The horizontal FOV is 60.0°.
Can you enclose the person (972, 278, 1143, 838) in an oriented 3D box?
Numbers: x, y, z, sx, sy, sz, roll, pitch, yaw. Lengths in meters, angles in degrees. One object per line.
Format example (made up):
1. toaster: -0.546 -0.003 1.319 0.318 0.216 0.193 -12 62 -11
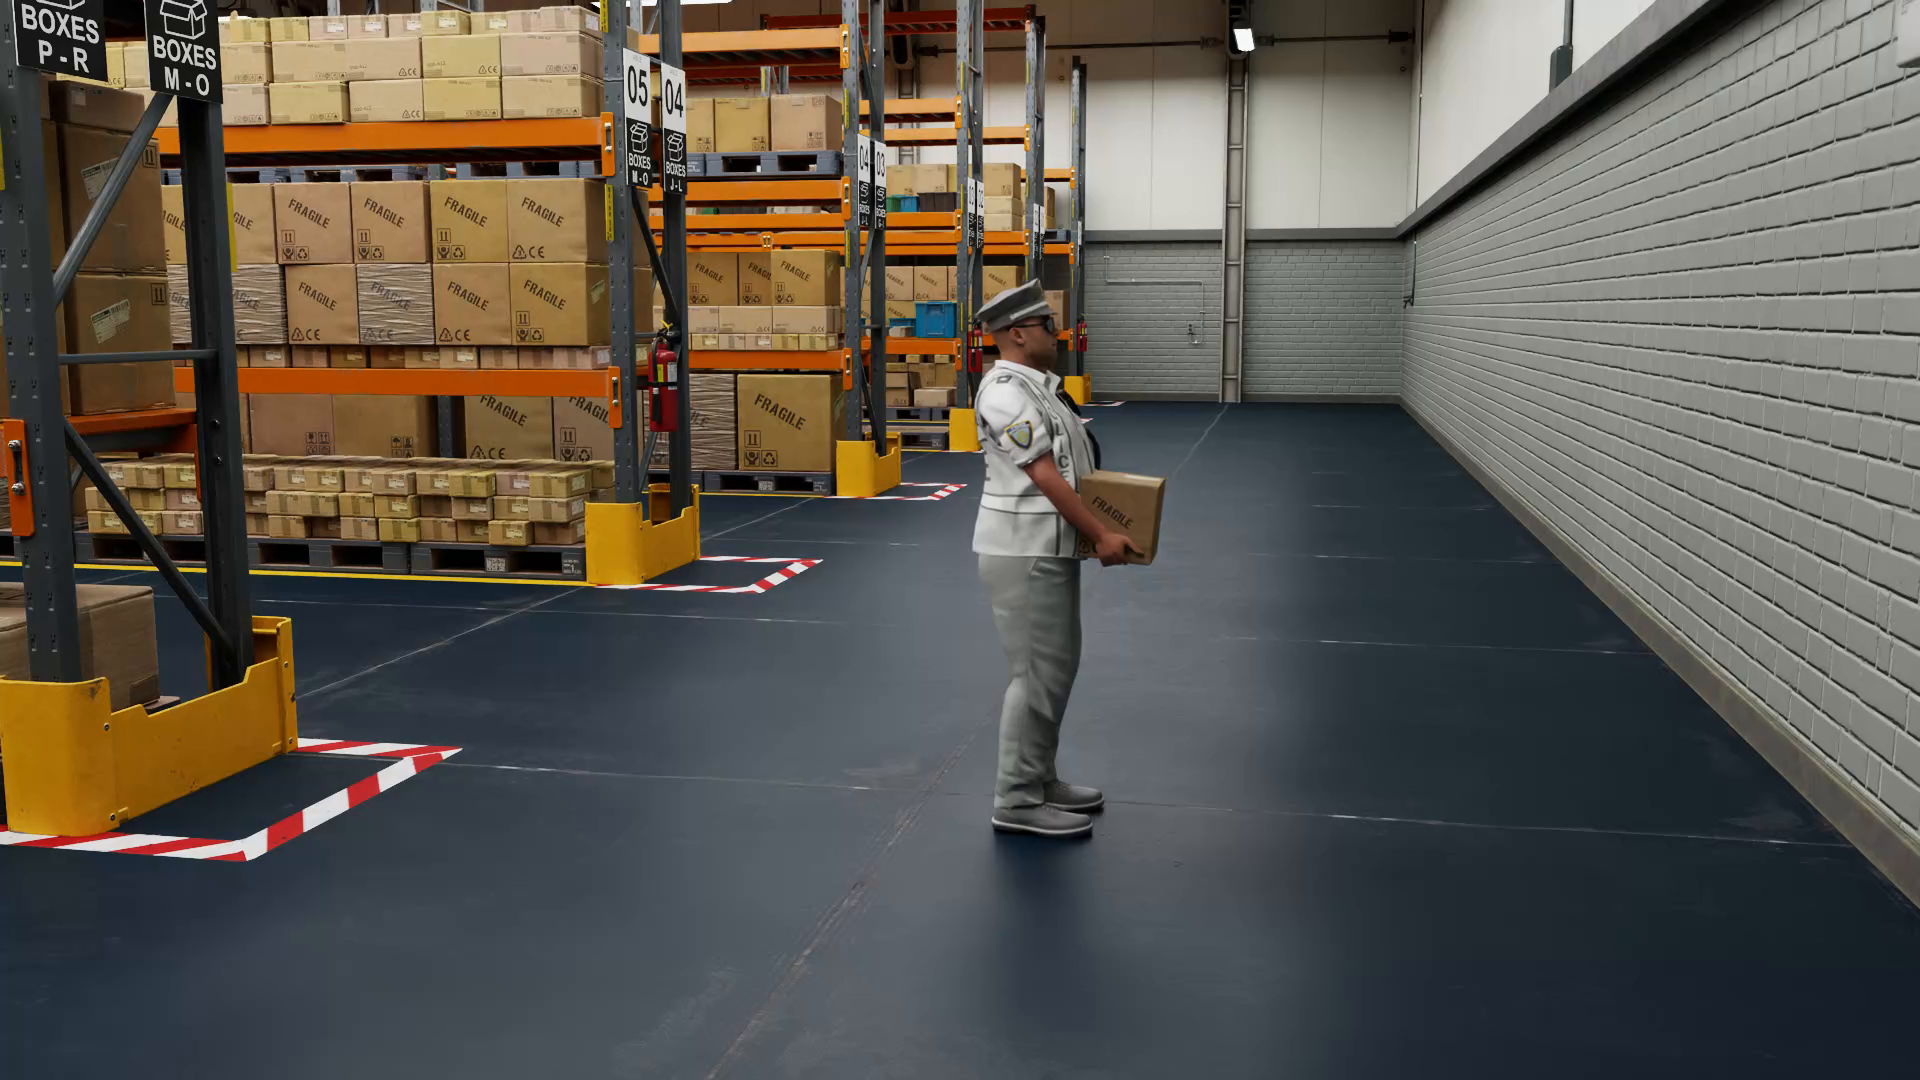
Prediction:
1. person: 0.324 0.043 5.391 0.562 1.770 0.495 2 8 11
